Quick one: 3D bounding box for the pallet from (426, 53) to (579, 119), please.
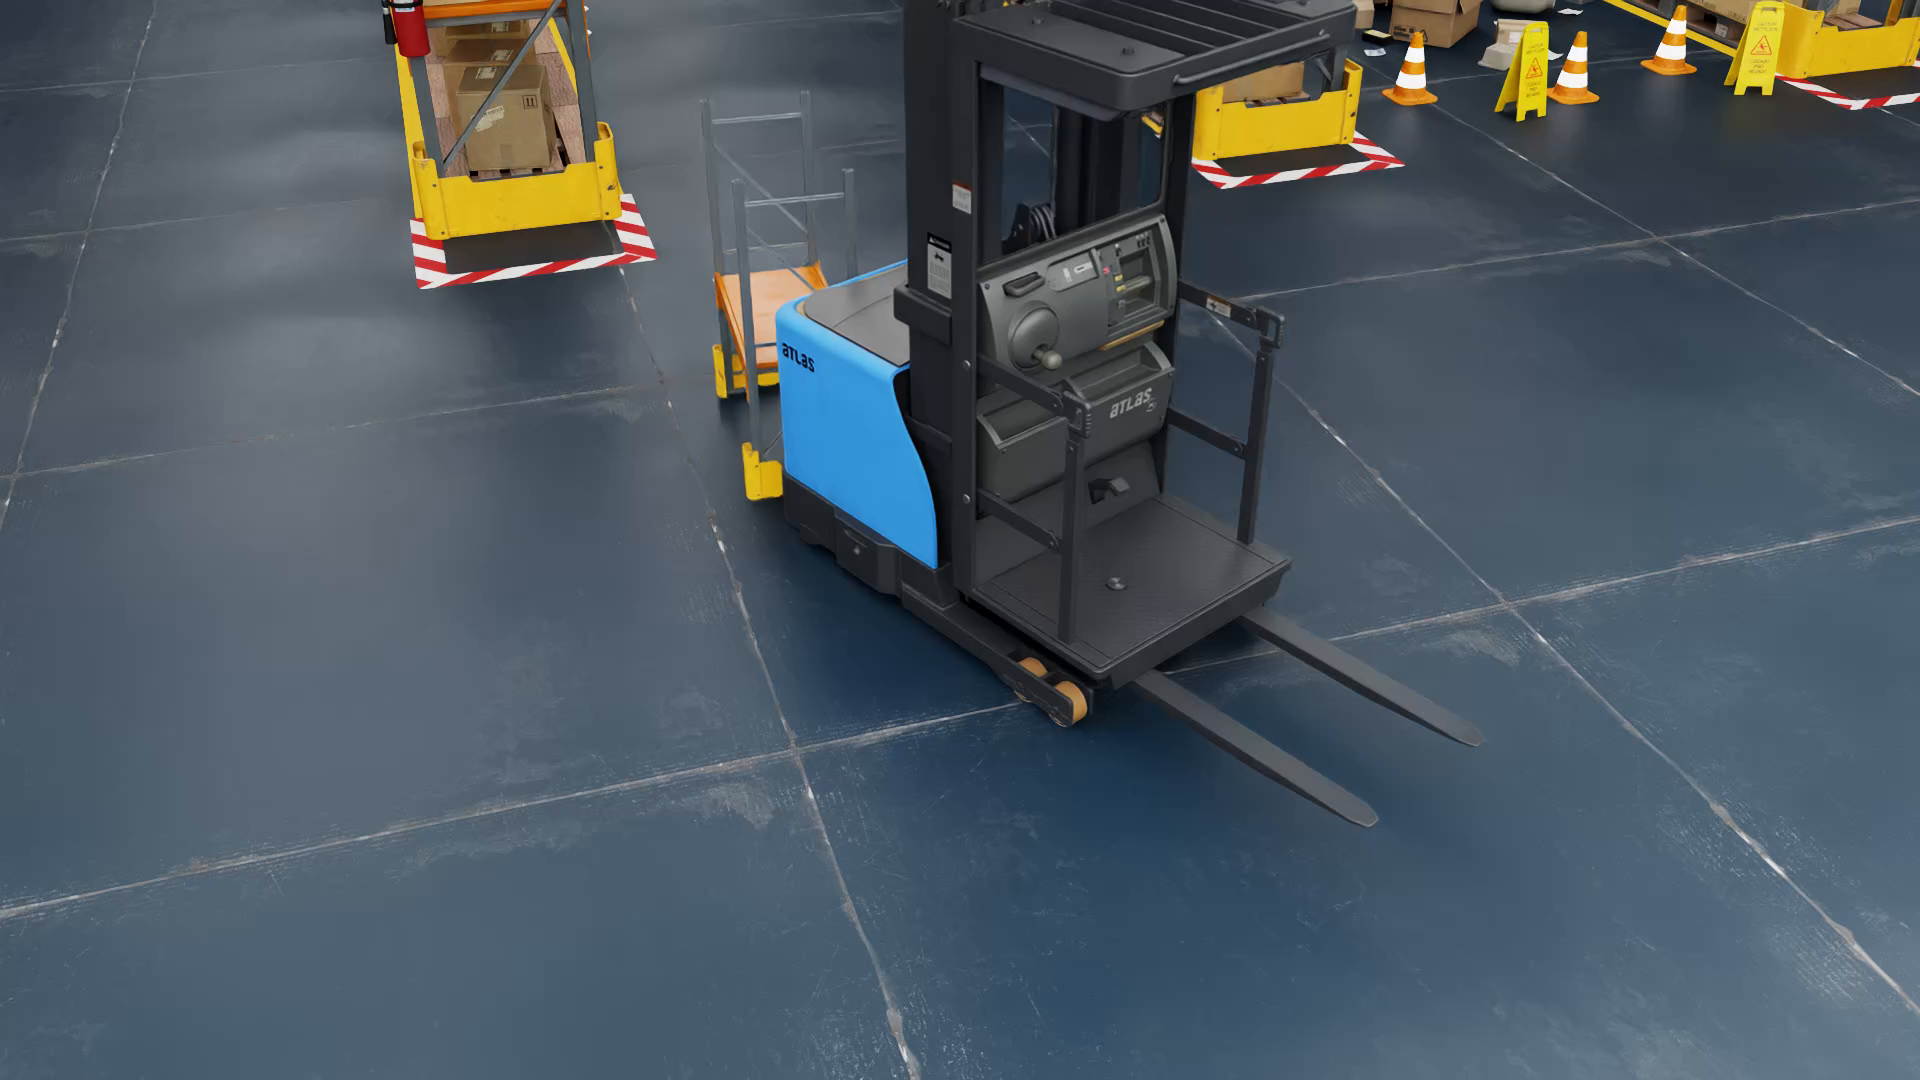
[{"bbox_3d":[-3.267,-3.138,11.807,1.003,0.211,1.213,-10,35,-15],"label":"pallet"}]

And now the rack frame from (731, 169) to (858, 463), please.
[{"bbox_3d":[-0.681,-0.859,7.190,0.500,1.500,0.032,-8,34,-12],"label":"rack frame"}]

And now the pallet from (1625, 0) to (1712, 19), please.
[{"bbox_3d":[6.171,-4.804,14.329,1.003,0.211,1.213,-10,35,-15],"label":"pallet"}]

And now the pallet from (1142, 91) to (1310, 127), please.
[{"bbox_3d":[1.775,-3.214,11.922,1.003,0.211,1.213,-10,35,-15],"label":"pallet"}]

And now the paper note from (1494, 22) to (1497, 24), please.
[{"bbox_3d":[4.476,-4.245,13.657,0.148,0.019,0.142,1,33,2],"label":"paper note"}]

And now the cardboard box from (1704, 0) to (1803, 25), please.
[{"bbox_3d":[6.267,-4.276,13.113,0.500,0.250,0.500,-10,35,-15],"label":"cardboard box"}]

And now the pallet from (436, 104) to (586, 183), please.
[{"bbox_3d":[-2.898,-2.498,10.839,1.003,0.211,1.213,-10,35,-15],"label":"pallet"}]

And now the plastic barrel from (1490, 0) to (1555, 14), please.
[{"bbox_3d":[4.705,-4.611,13.844,0.512,0.421,0.421,13,36,18],"label":"plastic barrel"}]

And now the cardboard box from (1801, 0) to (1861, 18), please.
[{"bbox_3d":[6.794,-4.354,13.231,0.500,0.250,0.500,-10,35,-15],"label":"cardboard box"}]

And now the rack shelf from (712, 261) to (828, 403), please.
[{"bbox_3d":[-0.809,-0.980,7.699,0.538,0.185,1.000,-8,34,-12],"label":"rack shelf"}]

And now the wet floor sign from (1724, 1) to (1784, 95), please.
[{"bbox_3d":[5.816,-3.594,12.104,0.267,0.644,0.232,1,33,2],"label":"wet floor sign"}]

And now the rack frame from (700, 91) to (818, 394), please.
[{"bbox_3d":[-0.937,-1.402,8.011,0.500,1.500,0.032,-8,34,-12],"label":"rack frame"}]

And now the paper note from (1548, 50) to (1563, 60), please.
[{"bbox_3d":[4.593,-3.779,12.941,0.148,0.019,0.142,-23,40,-31],"label":"paper note"}]

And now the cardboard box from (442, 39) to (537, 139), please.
[{"bbox_3d":[-3.051,-2.960,10.896,0.500,0.500,0.500,-1,33,-2],"label":"cardboard box"}]

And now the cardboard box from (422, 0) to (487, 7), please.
[{"bbox_3d":[-2.945,-3.200,9.599,0.380,0.149,0.250,-10,35,-15],"label":"cardboard box"}]

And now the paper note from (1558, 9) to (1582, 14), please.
[{"bbox_3d":[5.113,-4.429,13.926,0.142,0.019,0.148,-23,40,-31],"label":"paper note"}]

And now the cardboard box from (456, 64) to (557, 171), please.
[{"bbox_3d":[-2.836,-2.652,10.430,0.500,0.500,0.500,-4,34,-6],"label":"cardboard box"}]

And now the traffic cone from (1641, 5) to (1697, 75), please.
[{"bbox_3d":[5.417,-3.806,12.591,0.336,0.463,0.334,-10,35,-15],"label":"traffic cone"}]

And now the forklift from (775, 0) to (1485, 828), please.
[{"bbox_3d":[0.582,-0.846,5.872,1.130,2.935,3.031,-26,41,-34],"label":"forklift"}]

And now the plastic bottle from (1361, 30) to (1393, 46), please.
[{"bbox_3d":[3.307,-4.021,13.279,0.133,0.061,0.283,-23,40,-31],"label":"plastic bottle"}]

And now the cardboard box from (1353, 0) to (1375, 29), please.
[{"bbox_3d":[3.152,-4.337,13.573,0.396,0.266,0.258,-4,34,-6],"label":"cardboard box"}]

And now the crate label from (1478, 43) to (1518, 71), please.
[{"bbox_3d":[4.165,-3.708,12.737,0.298,0.136,0.250,27,42,34],"label":"crate label"}]

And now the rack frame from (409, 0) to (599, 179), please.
[{"bbox_3d":[-2.661,-3.189,9.356,1.000,3.000,0.127,-10,35,-15],"label":"rack frame"}]

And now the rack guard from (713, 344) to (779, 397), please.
[{"bbox_3d":[-0.937,-0.879,8.354,0.587,0.250,0.087,-8,34,-12],"label":"rack guard"}]

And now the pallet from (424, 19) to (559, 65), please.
[{"bbox_3d":[-3.643,-3.779,12.778,1.003,0.211,1.213,-10,35,-15],"label":"pallet"}]

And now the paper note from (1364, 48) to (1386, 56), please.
[{"bbox_3d":[3.245,-3.818,13.002,0.144,0.017,0.142,1,33,2],"label":"paper note"}]

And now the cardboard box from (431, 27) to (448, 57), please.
[{"bbox_3d":[-3.615,-3.906,12.326,0.500,0.500,0.500,0,33,1],"label":"cardboard box"}]

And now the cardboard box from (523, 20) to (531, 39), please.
[{"bbox_3d":[-3.351,-3.593,11.853,0.500,0.500,0.500,-13,36,-19],"label":"cardboard box"}]

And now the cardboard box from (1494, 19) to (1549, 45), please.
[{"bbox_3d":[4.453,-4.015,13.191,0.380,0.149,0.250,7,34,10],"label":"cardboard box"}]

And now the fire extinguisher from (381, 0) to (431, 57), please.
[{"bbox_3d":[-3.065,-3.020,9.169,0.296,0.674,0.183,-10,35,-15],"label":"fire extinguisher"}]

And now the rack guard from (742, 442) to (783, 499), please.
[{"bbox_3d":[-0.686,-0.348,7.550,0.587,0.250,0.087,-8,34,-12],"label":"rack guard"}]

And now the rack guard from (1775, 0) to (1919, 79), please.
[{"bbox_3d":[6.753,-3.853,12.627,1.175,0.500,0.348,-10,35,-15],"label":"rack guard"}]

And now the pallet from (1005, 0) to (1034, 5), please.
[{"bbox_3d":[1.031,-4.495,13.861,1.003,0.211,1.213,-10,35,-15],"label":"pallet"}]

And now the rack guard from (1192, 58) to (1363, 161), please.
[{"bbox_3d":[2.101,-2.915,11.208,1.175,0.500,0.348,-10,35,-15],"label":"rack guard"}]

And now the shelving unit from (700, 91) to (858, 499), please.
[{"bbox_3d":[-0.811,-1.135,7.608,0.587,1.500,1.083,-8,34,-12],"label":"shelving unit"}]

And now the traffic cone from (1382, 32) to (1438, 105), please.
[{"bbox_3d":[3.284,-3.430,12.020,0.336,0.463,0.334,-10,35,-15],"label":"traffic cone"}]

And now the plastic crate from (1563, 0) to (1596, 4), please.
[{"bbox_3d":[5.254,-4.776,14.405,0.402,0.080,0.583,-23,40,-31],"label":"plastic crate"}]

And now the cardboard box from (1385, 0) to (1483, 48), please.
[{"bbox_3d":[3.830,-4.311,13.317,0.637,0.503,0.797,19,38,26],"label":"cardboard box"}]

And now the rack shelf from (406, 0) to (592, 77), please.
[{"bbox_3d":[-3.271,-3.939,11.143,1.077,0.370,4.000,-10,35,-15],"label":"rack shelf"}]

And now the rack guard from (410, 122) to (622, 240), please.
[{"bbox_3d":[-2.684,-2.186,10.105,1.175,0.500,0.348,-10,35,-15],"label":"rack guard"}]

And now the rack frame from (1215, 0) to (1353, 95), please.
[{"bbox_3d":[2.093,-3.970,10.538,1.000,3.000,0.127,-10,35,-15],"label":"rack frame"}]

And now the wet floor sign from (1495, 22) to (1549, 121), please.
[{"bbox_3d":[3.988,-3.306,11.668,0.267,0.644,0.232,-16,37,-23],"label":"wet floor sign"}]

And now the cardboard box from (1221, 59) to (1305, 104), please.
[{"bbox_3d":[1.824,-3.604,11.530,0.875,0.875,0.875,-10,35,-14],"label":"cardboard box"}]

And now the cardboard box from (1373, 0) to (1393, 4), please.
[{"bbox_3d":[3.537,-4.857,14.021,0.797,0.637,0.503,-10,35,-15],"label":"cardboard box"}]

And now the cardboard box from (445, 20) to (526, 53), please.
[{"bbox_3d":[-3.223,-3.292,11.398,0.500,0.500,0.500,-7,34,-10],"label":"cardboard box"}]

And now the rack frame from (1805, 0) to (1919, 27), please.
[{"bbox_3d":[6.777,-4.856,11.878,1.000,3.000,0.127,-10,35,-15],"label":"rack frame"}]

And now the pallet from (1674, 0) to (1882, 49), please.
[{"bbox_3d":[6.539,-4.165,13.361,1.003,0.211,1.213,-10,35,-15],"label":"pallet"}]

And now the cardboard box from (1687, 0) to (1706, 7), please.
[{"bbox_3d":[6.123,-4.536,13.507,0.500,0.250,0.500,-10,35,-15],"label":"cardboard box"}]

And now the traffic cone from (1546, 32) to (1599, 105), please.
[{"bbox_3d":[4.464,-3.441,12.038,0.336,0.463,0.334,-10,35,-15],"label":"traffic cone"}]
